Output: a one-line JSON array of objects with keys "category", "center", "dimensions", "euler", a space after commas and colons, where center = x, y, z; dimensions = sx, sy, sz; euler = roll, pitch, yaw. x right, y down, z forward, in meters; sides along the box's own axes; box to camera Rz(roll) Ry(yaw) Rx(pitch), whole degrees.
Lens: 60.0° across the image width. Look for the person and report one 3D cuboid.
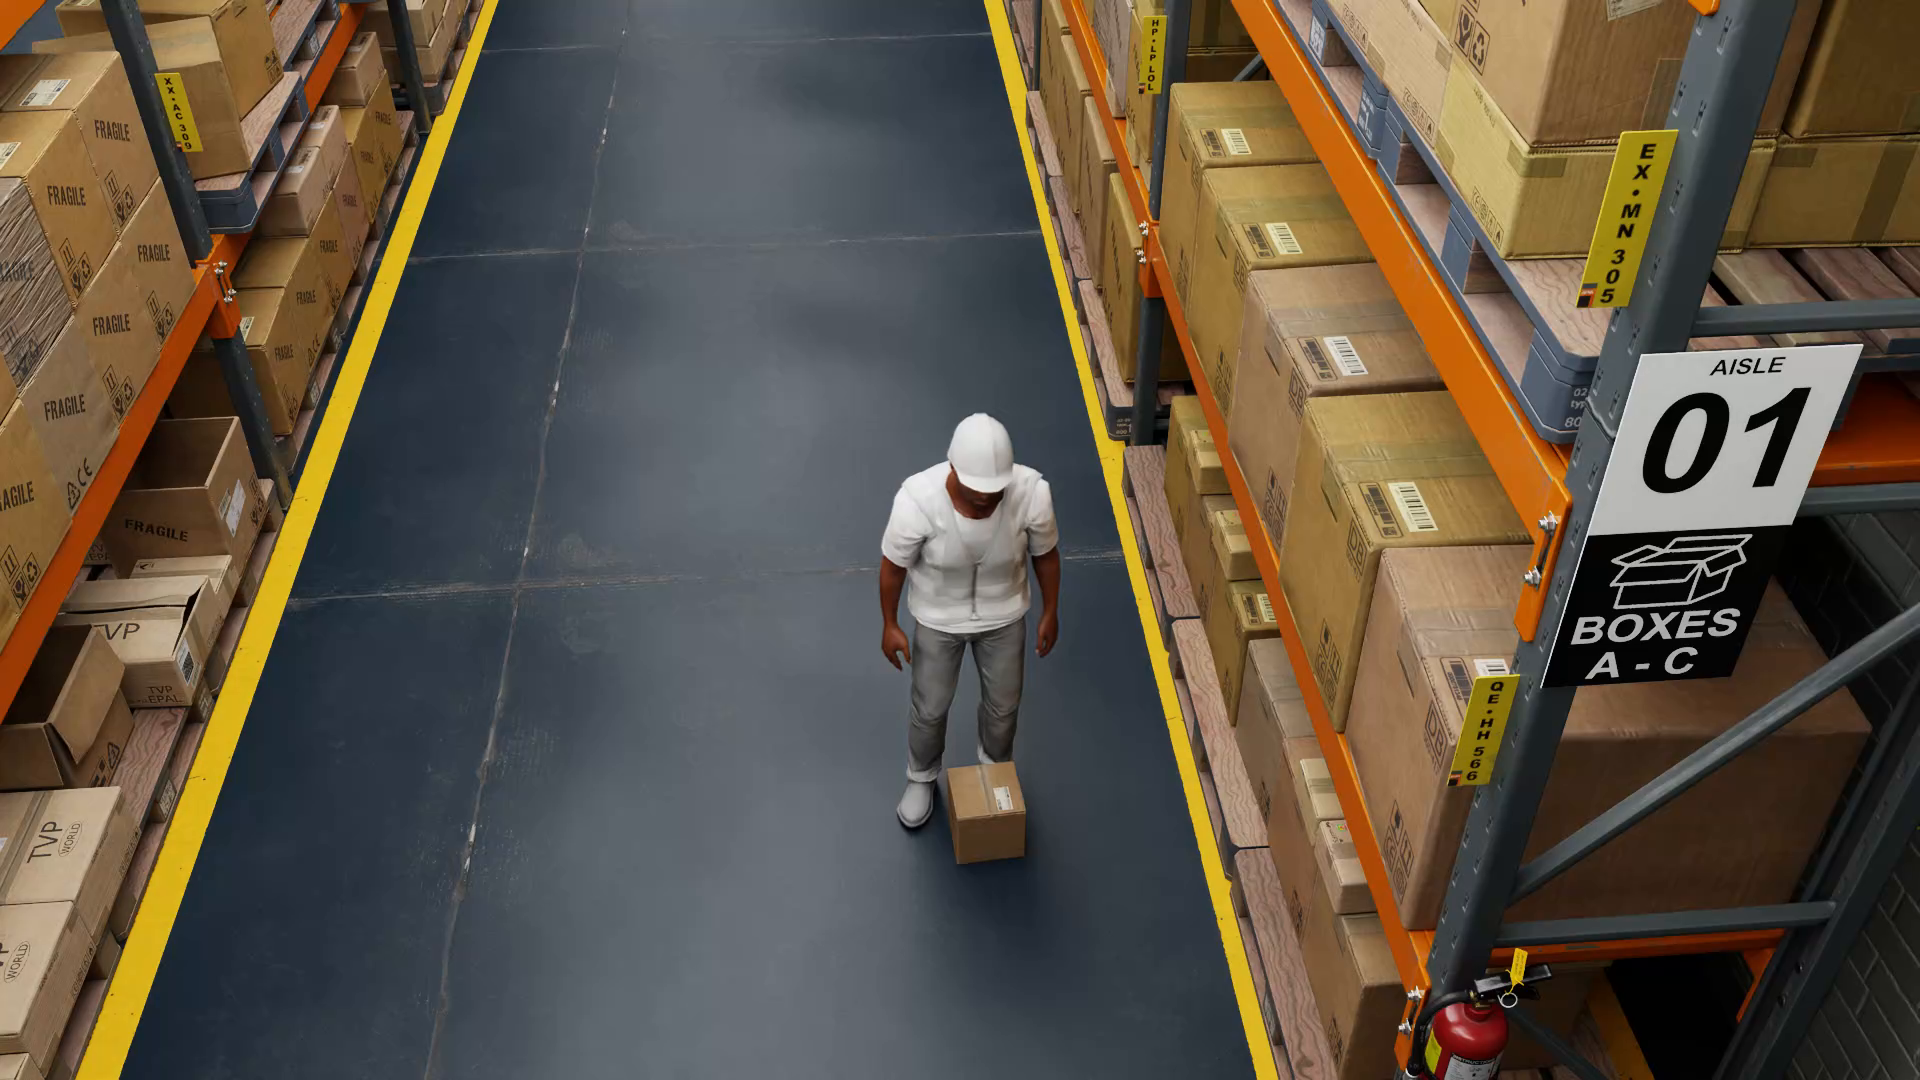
[{"category": "person", "center": [0.038, 0.279, 5.795], "dimensions": [0.633, 1.759, 0.463], "euler": [-5, 39, -6]}]
